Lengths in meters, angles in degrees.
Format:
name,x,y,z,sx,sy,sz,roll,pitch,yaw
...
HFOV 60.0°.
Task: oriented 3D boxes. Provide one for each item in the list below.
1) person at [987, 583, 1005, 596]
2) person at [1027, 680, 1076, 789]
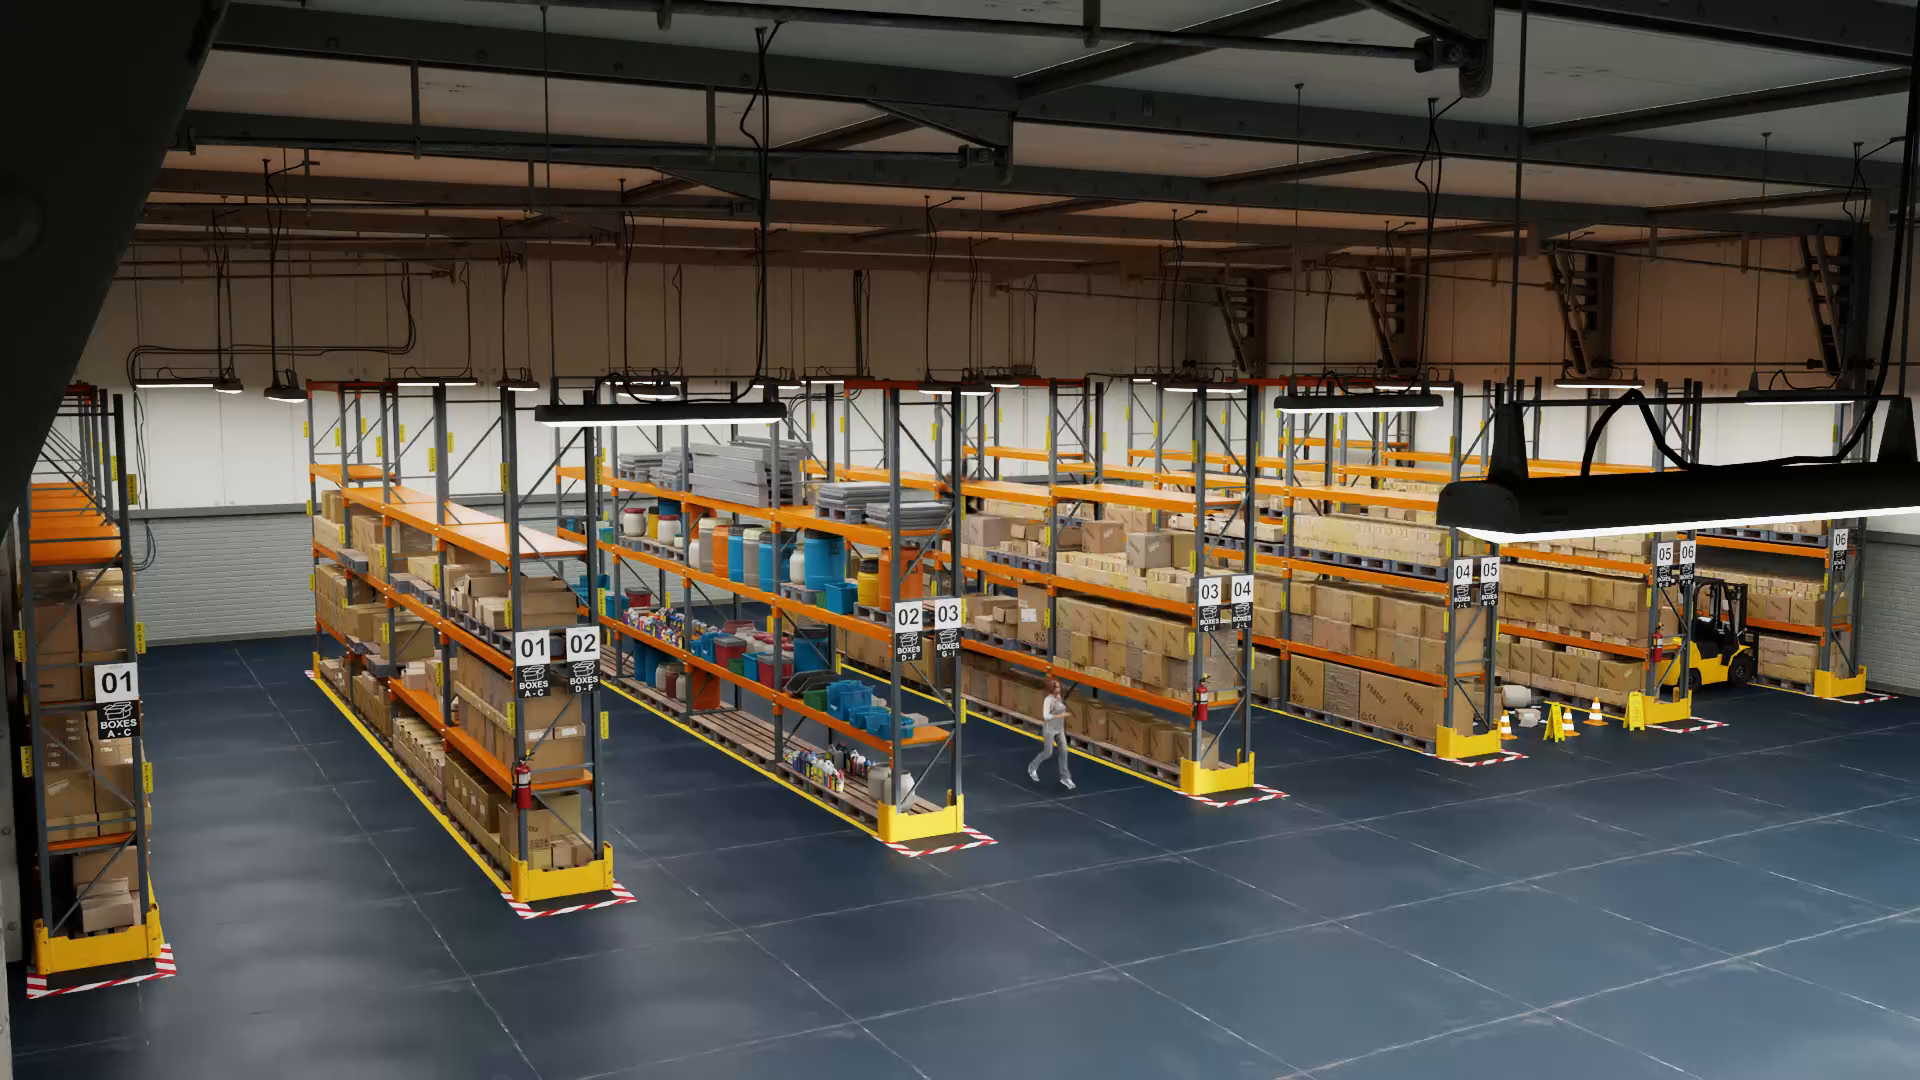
name,x,y,z,sx,sy,sz,roll,pitch,yaw
person,0.963,1.044,42.366,0.542,1.627,0.626,5,8,37
person,1.371,2.923,24.849,0.830,1.512,0.575,5,8,37
